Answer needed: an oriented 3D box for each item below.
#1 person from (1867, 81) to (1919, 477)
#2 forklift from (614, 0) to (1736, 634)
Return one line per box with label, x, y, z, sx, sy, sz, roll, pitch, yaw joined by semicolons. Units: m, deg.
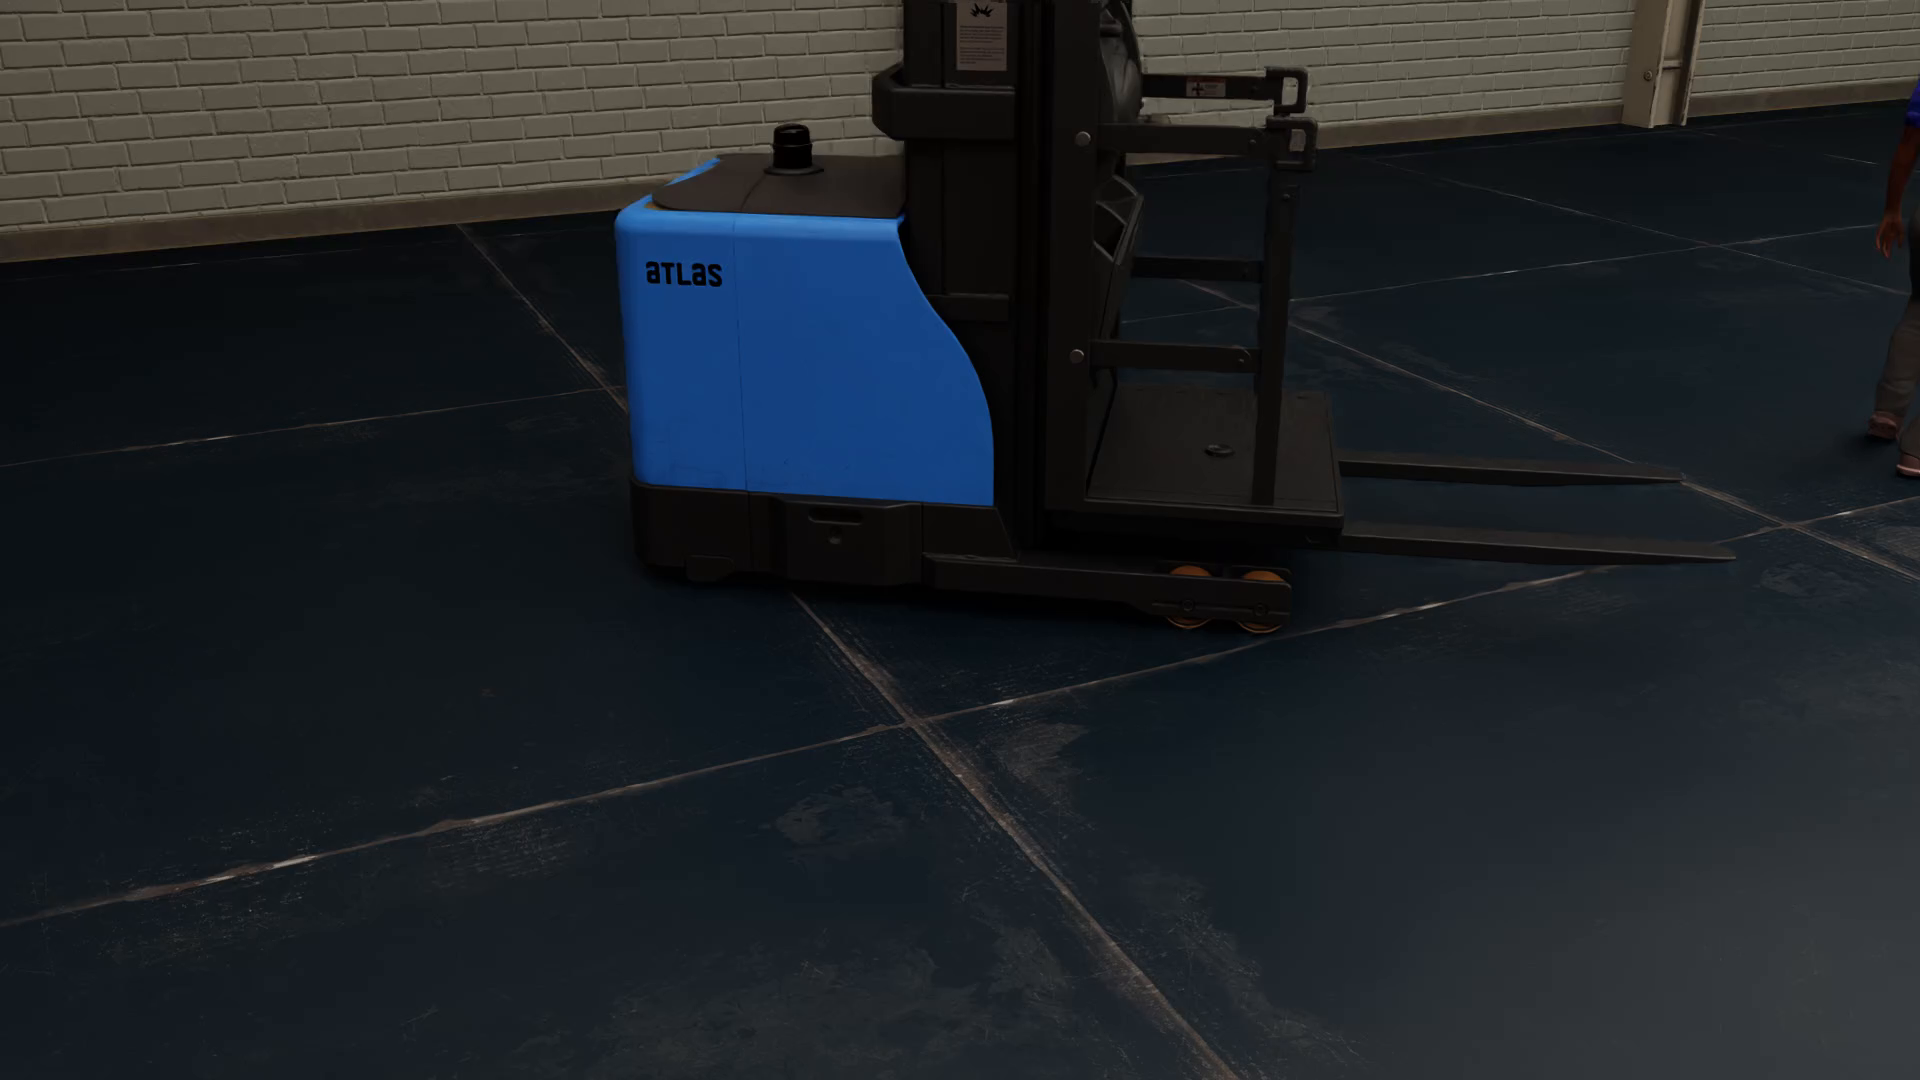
person;3.345;-1.005;5.485;0.484;1.705;0.552;-14;26;-30
forklift;0.621;-1.321;4.466;3.031;2.935;1.130;4;23;9
